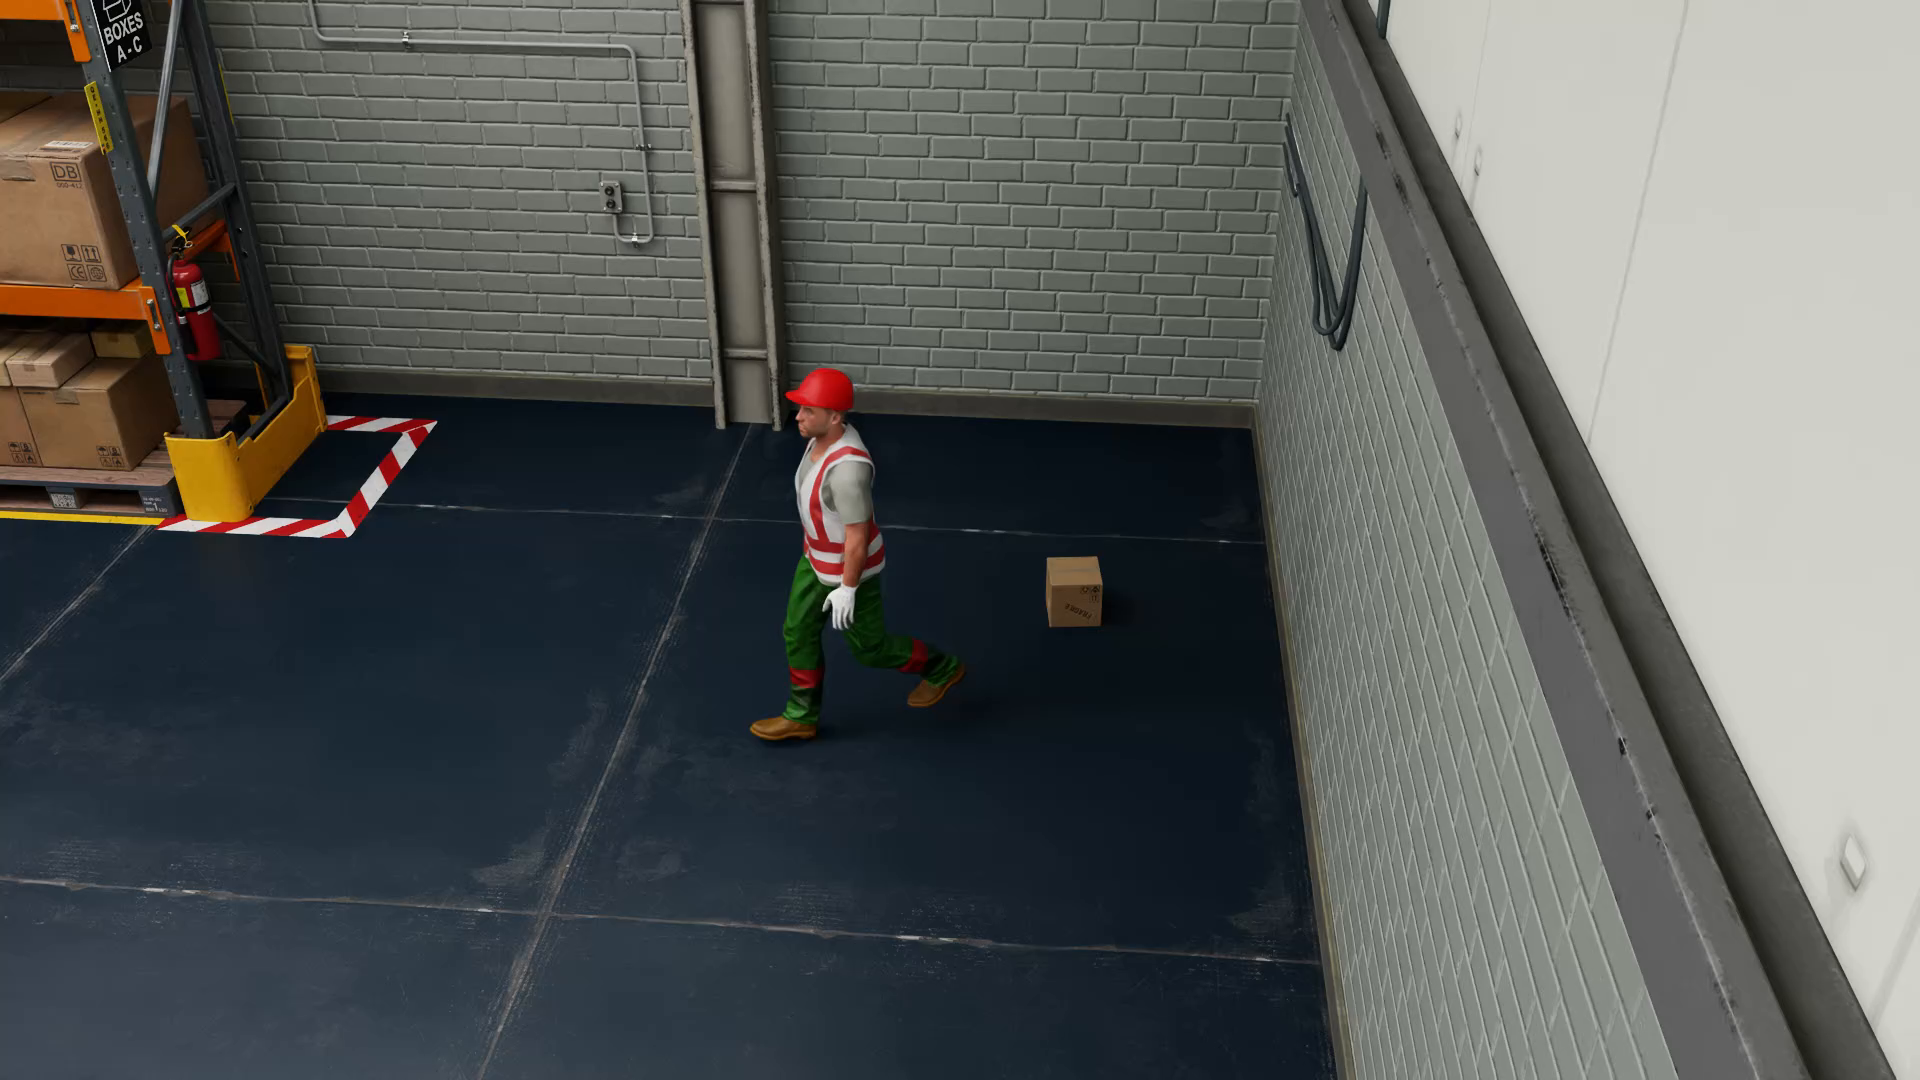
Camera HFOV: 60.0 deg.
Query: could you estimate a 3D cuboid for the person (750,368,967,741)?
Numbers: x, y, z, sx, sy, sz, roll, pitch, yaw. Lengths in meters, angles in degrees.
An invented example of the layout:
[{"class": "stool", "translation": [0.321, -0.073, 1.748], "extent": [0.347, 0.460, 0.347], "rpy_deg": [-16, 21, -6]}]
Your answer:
[{"class": "person", "translation": [-0.441, 0.085, 6.975], "extent": [0.974, 1.758, 0.571], "rpy_deg": [-12, 34, -19]}]
